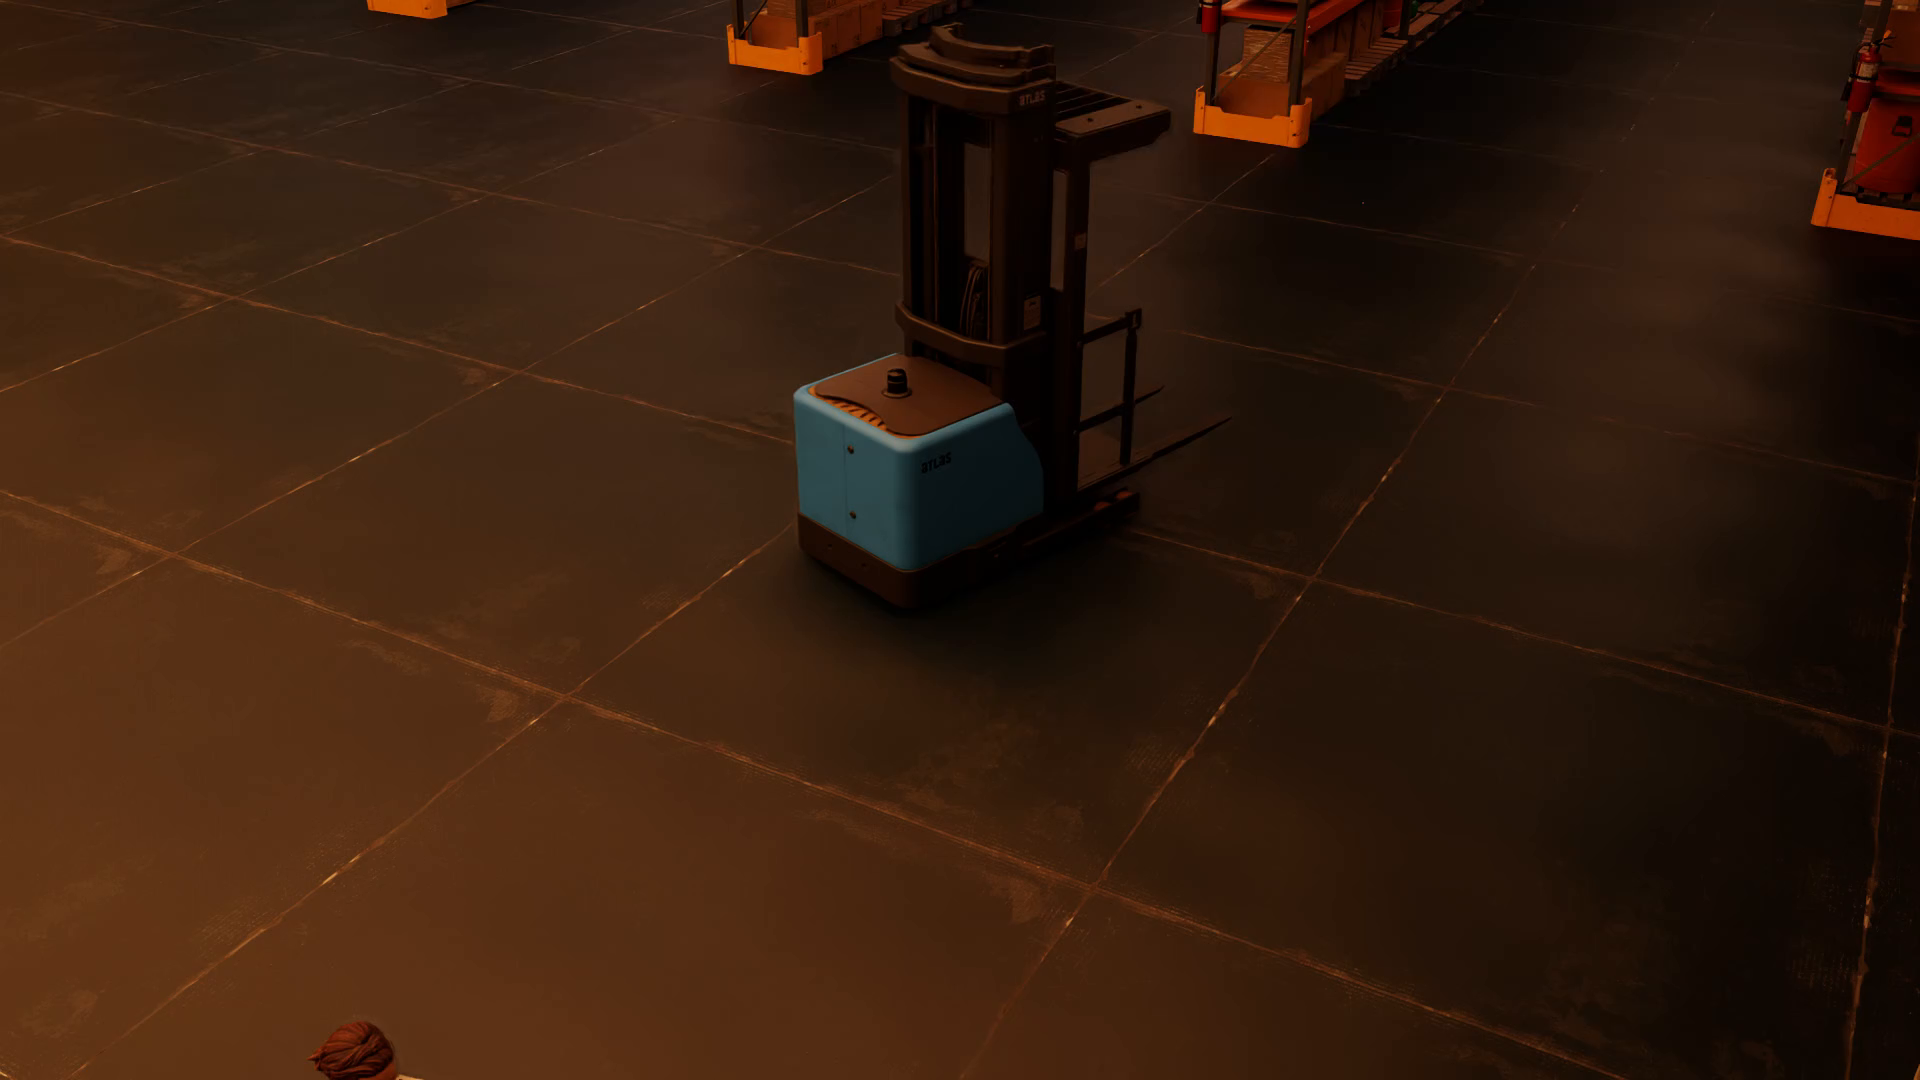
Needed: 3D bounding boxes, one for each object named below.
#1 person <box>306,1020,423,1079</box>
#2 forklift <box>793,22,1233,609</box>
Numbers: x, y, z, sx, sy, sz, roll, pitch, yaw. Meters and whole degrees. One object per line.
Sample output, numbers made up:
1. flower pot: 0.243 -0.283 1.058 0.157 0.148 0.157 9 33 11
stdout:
1. person: -1.634 2.043 4.856 0.571 1.614 0.636 5 30 9
2. forklift: 0.468 -1.510 9.687 3.031 2.935 1.130 -25 38 -36
